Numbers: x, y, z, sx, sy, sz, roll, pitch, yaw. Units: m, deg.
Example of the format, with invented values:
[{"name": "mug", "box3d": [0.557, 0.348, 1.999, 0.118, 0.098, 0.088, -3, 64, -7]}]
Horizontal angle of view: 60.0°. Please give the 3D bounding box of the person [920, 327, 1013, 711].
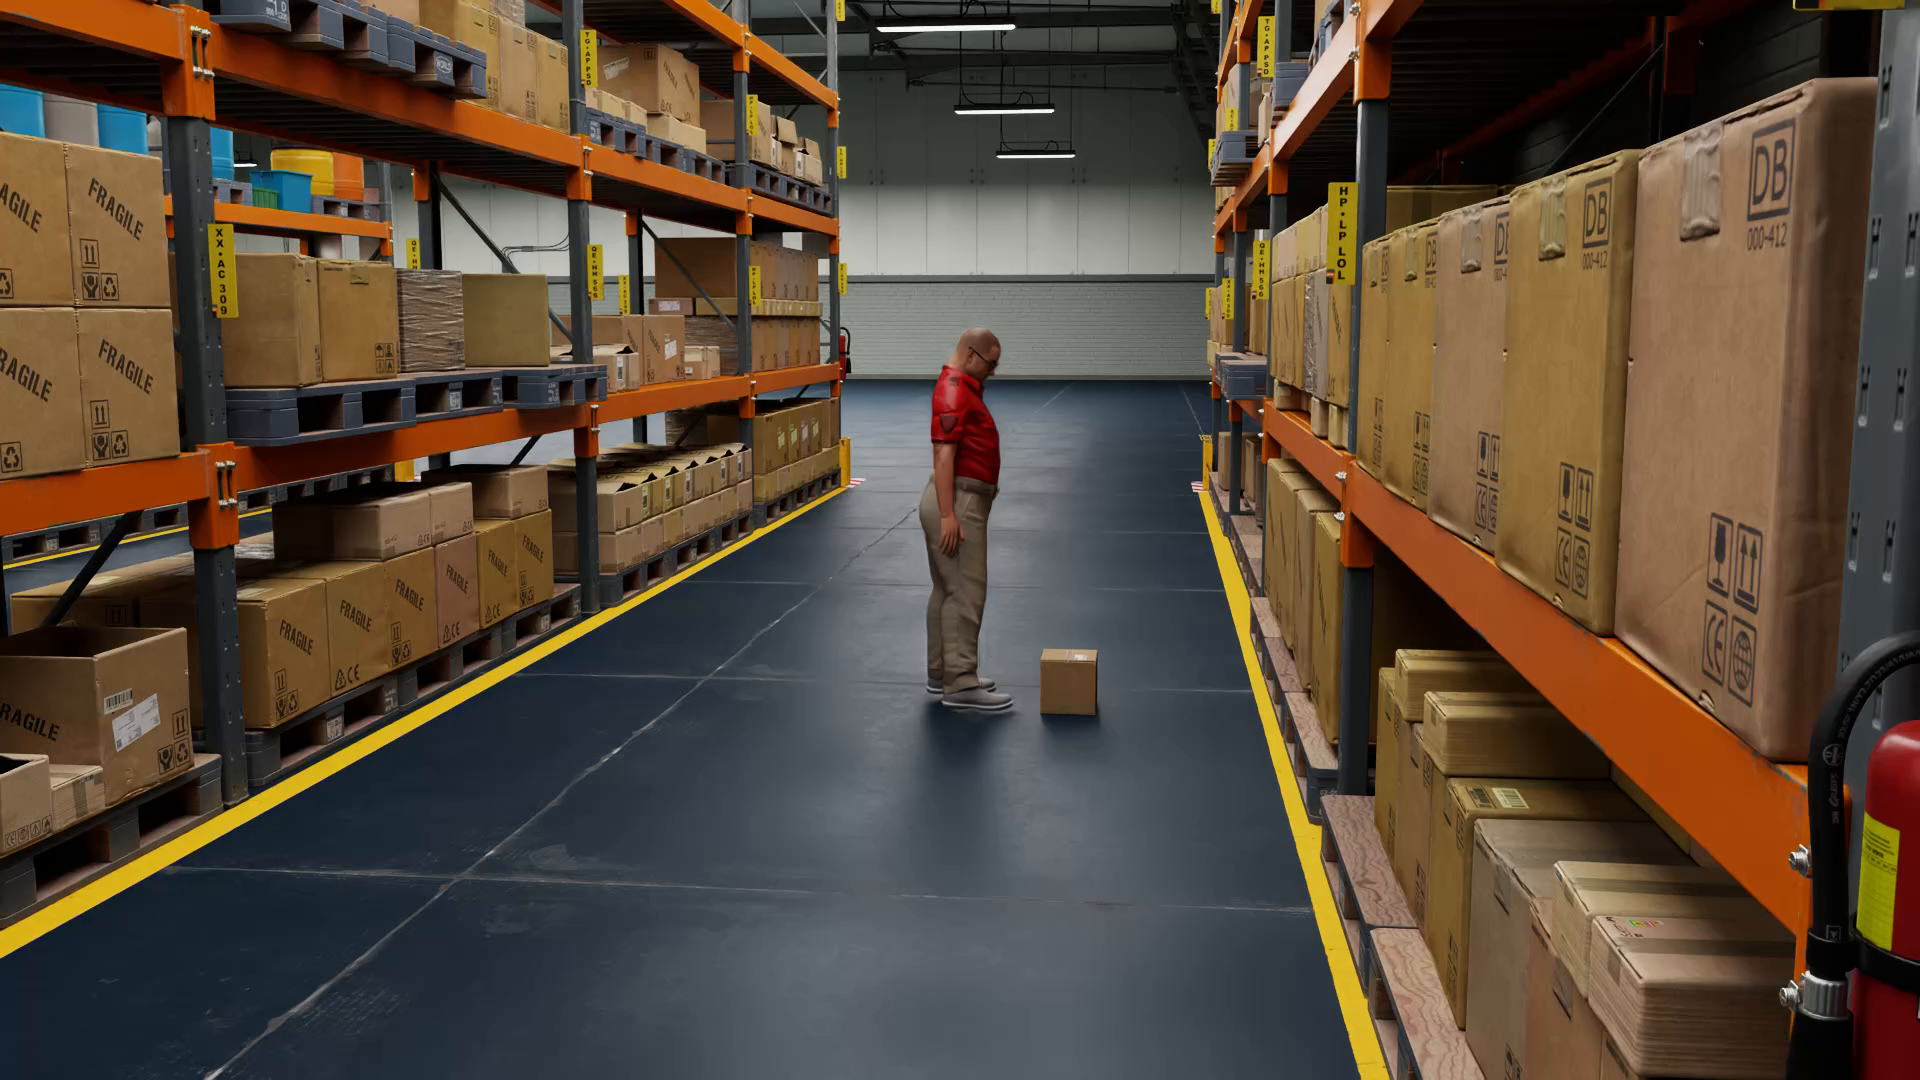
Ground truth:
[{"name": "person", "box3d": [0.028, -0.106, 7.561, 0.424, 1.706, 0.580, 0, 8, -1]}]
